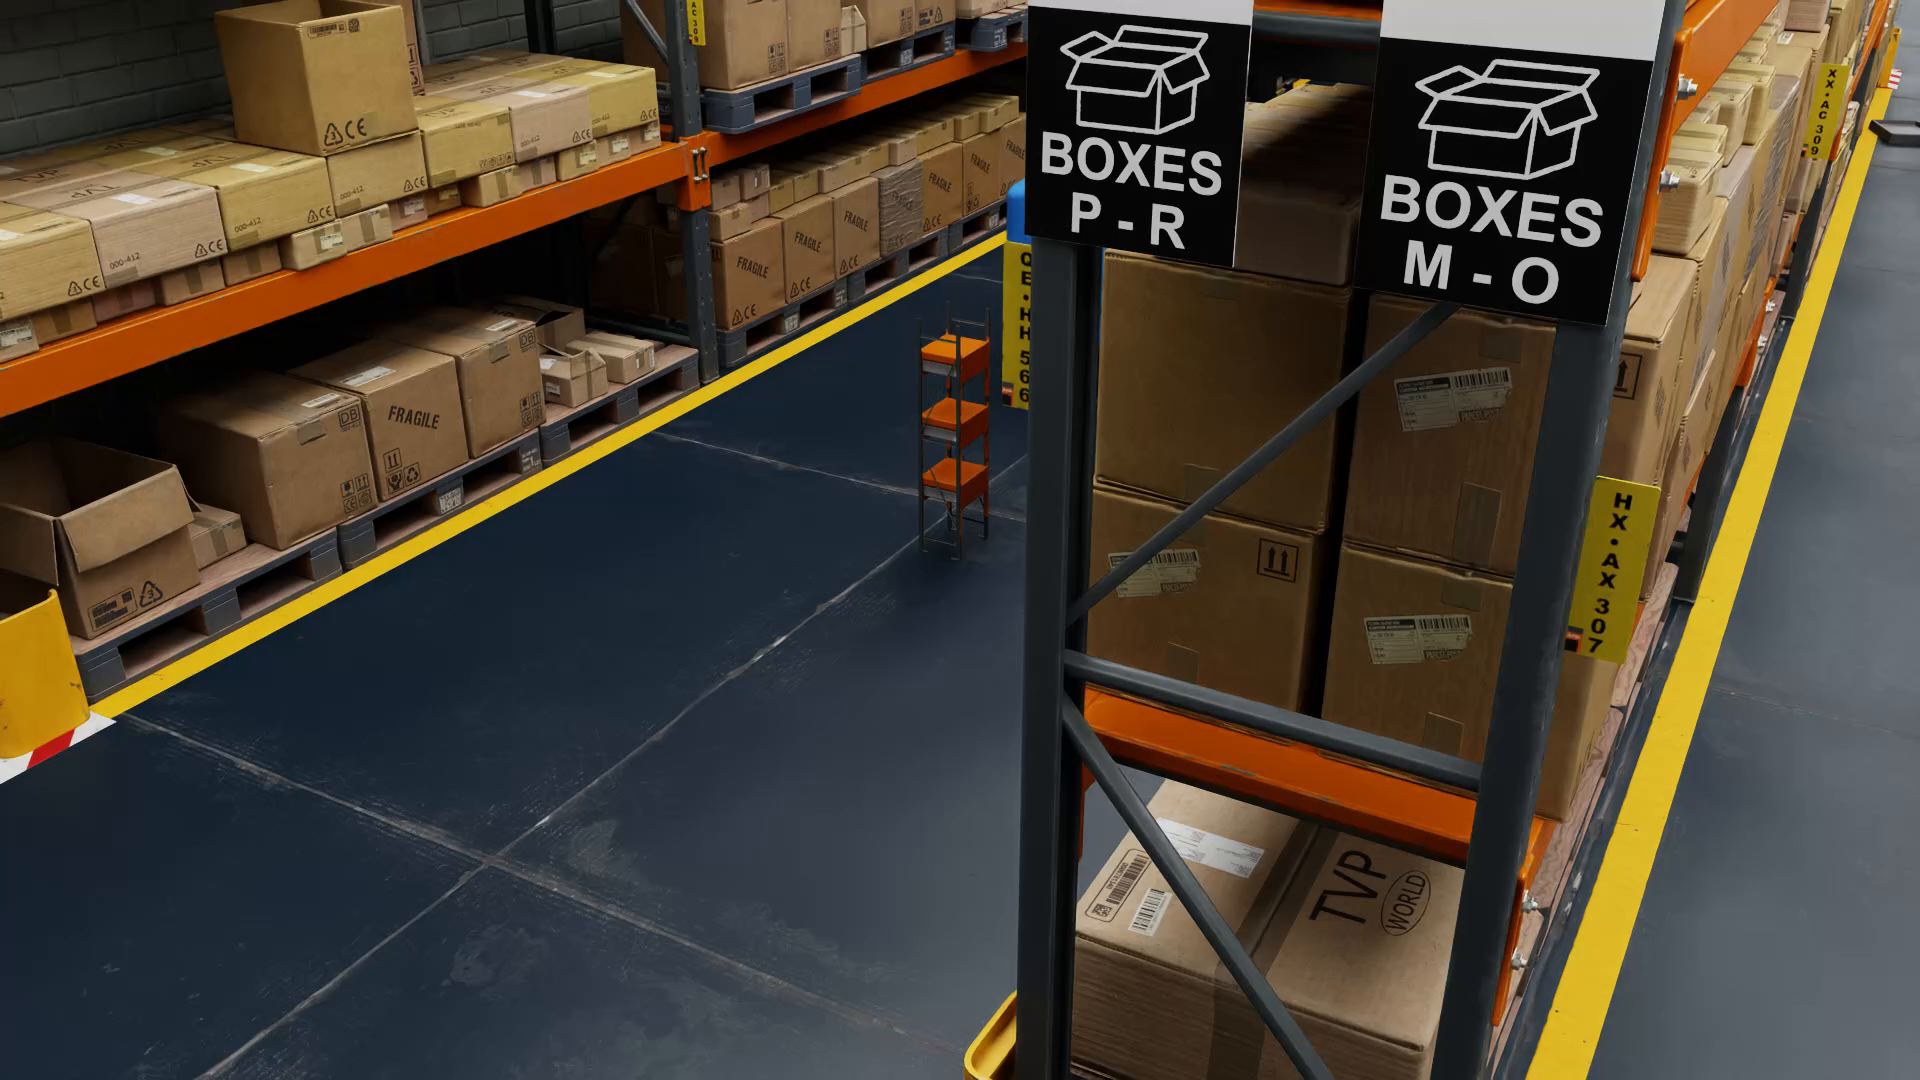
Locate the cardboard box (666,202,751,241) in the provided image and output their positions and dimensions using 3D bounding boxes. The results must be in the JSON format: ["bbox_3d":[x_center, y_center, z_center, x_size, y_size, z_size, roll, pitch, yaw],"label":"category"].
[{"bbox_3d":[-1.356,-1.741,8.976,0.380,0.149,0.250,16,31,28],"label":"cardboard box"}]

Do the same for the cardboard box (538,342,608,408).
[{"bbox_3d":[-1.958,-0.844,8.171,0.396,0.266,0.258,15,30,28],"label":"cardboard box"}]

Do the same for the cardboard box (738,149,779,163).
[{"bbox_3d":[-1.312,-2.268,10.029,0.380,0.149,0.250,15,30,27],"label":"cardboard box"}]

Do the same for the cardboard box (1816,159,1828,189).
[{"bbox_3d":[3.779,-1.846,7.754,0.500,0.250,0.500,14,30,25],"label":"cardboard box"}]

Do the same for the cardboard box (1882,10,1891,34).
[{"bbox_3d":[7.134,-4.116,13.161,0.380,0.149,0.250,15,30,27],"label":"cardboard box"}]

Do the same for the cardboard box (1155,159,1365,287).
[{"bbox_3d":[0.594,-0.615,3.175,0.380,0.149,0.250,15,30,27],"label":"cardboard box"}]

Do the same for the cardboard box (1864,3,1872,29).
[{"bbox_3d":[5.345,-3.230,10.164,0.380,0.149,0.250,14,30,26],"label":"cardboard box"}]

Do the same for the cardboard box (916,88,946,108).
[{"bbox_3d":[-0.324,-3.084,11.659,0.380,0.149,0.250,16,31,29],"label":"cardboard box"}]

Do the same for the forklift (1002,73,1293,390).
[{"bbox_3d":[1.290,-2.651,9.271,1.130,2.935,3.031,11,29,21],"label":"forklift"}]

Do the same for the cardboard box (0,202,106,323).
[{"bbox_3d":[-3.274,-0.924,5.581,0.500,0.250,0.500,14,30,26],"label":"cardboard box"}]

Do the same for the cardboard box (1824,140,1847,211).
[{"bbox_3d":[5.548,-2.582,11.523,0.950,0.372,0.625,15,30,28],"label":"cardboard box"}]

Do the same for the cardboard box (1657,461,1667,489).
[{"bbox_3d":[1.302,-0.021,3.830,0.500,0.500,0.500,14,30,25],"label":"cardboard box"}]

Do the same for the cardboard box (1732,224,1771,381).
[{"bbox_3d":[2.305,-0.814,5.414,0.500,0.500,0.500,13,30,25],"label":"cardboard box"}]

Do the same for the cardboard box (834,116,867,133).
[{"bbox_3d":[-0.832,-2.674,10.840,0.380,0.149,0.250,14,30,25],"label":"cardboard box"}]

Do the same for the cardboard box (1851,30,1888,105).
[{"bbox_3d":[7.020,-3.790,13.235,0.500,0.500,0.500,16,31,28],"label":"cardboard box"}]

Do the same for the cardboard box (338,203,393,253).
[{"bbox_3d":[-2.543,-1.295,6.766,0.380,0.149,0.250,15,30,27],"label":"cardboard box"}]

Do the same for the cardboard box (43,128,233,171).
[{"bbox_3d":[-3.234,-1.437,6.606,0.500,0.250,0.500,15,30,28],"label":"cardboard box"}]

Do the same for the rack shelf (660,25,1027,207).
[{"bbox_3d":[-0.780,-2.758,10.212,1.077,0.370,4.000,14,30,26],"label":"rack shelf"}]

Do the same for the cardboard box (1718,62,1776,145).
[{"bbox_3d":[1.807,-1.104,4.151,0.380,0.149,0.250,13,30,25],"label":"cardboard box"}]

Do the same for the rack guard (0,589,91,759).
[{"bbox_3d":[-3.695,0.347,5.998,1.175,0.500,0.348,14,30,26],"label":"rack guard"}]

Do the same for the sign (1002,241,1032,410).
[{"bbox_3d":[0.126,-0.398,3.136,0.100,0.325,0.005,14,30,26],"label":"sign"}]

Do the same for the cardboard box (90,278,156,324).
[{"bbox_3d":[-3.148,-0.916,6.009,0.380,0.149,0.250,14,30,25],"label":"cardboard box"}]

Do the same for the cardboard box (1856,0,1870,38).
[{"bbox_3d":[4.255,-2.798,8.260,0.500,0.500,0.500,15,30,27],"label":"cardboard box"}]

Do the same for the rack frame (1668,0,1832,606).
[{"bbox_3d":[2.559,-1.208,6.313,1.000,3.000,0.127,14,30,26],"label":"rack frame"}]

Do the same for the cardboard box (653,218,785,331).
[{"bbox_3d":[-1.330,-1.509,9.237,0.500,0.500,0.500,16,31,28],"label":"cardboard box"}]

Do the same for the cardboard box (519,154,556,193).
[{"bbox_3d":[-2.070,-1.699,7.573,0.380,0.149,0.250,15,30,27],"label":"cardboard box"}]

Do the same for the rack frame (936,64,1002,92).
[{"bbox_3d":[0.204,-3.859,11.608,1.000,3.000,0.127,14,30,26],"label":"rack frame"}]

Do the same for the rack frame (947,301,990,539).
[{"bbox_3d":[0.034,-0.496,7.068,0.200,1.050,0.008,14,30,26],"label":"rack frame"}]

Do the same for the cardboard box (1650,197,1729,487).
[{"bbox_3d":[1.324,-0.468,3.606,0.500,0.500,0.500,13,30,25],"label":"cardboard box"}]

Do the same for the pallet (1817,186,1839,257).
[{"bbox_3d":[5.514,-2.298,11.605,1.003,0.211,1.213,14,30,26],"label":"pallet"}]

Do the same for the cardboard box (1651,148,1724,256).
[{"bbox_3d":[1.302,-0.703,3.349,0.380,0.149,0.250,15,30,28],"label":"cardboard box"}]

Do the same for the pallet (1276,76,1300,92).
[{"bbox_3d":[2.599,-4.472,15.947,1.003,0.211,1.213,14,30,26],"label":"pallet"}]

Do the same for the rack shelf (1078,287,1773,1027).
[{"bbox_3d":[1.575,-0.107,4.917,1.077,0.370,4.000,14,30,26],"label":"rack shelf"}]

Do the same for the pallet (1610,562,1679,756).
[{"bbox_3d":[2.117,0.318,6.379,1.003,0.211,1.213,14,30,26],"label":"pallet"}]

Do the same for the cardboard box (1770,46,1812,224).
[{"bbox_3d":[2.311,-1.259,5.186,0.500,0.500,0.500,14,30,25],"label":"cardboard box"}]

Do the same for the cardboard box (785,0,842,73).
[{"bbox_3d":[-1.077,-2.873,9.058,0.700,0.500,0.500,15,30,27],"label":"cardboard box"}]

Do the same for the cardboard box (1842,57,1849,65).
[{"bbox_3d":[3.772,-2.072,7.647,0.500,0.250,0.500,13,29,25],"label":"cardboard box"}]

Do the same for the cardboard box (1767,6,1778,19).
[{"bbox_3d":[2.220,-1.524,4.989,0.380,0.149,0.250,14,30,26],"label":"cardboard box"}]

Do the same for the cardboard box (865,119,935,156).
[{"bbox_3d":[-0.386,-2.574,10.640,0.380,0.149,0.250,14,30,25],"label":"cardboard box"}]

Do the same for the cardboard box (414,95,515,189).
[{"bbox_3d":[-2.293,-1.724,7.178,0.500,0.250,0.500,14,30,26],"label":"cardboard box"}]

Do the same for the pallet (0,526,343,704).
[{"bbox_3d":[-3.303,0.166,6.684,1.003,0.211,1.213,14,30,26],"label":"pallet"}]

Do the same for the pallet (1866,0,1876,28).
[{"bbox_3d":[5.465,-3.462,11.029,1.003,0.211,1.213,14,30,26],"label":"pallet"}]

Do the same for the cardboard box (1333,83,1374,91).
[{"bbox_3d":[1.101,-1.014,3.971,0.380,0.149,0.250,14,30,26],"label":"cardboard box"}]

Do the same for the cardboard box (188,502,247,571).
[{"bbox_3d":[-3.106,-0.028,6.672,0.380,0.149,0.250,13,29,24],"label":"cardboard box"}]

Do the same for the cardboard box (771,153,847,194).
[{"bbox_3d":[-0.892,-2.168,9.828,0.380,0.149,0.250,14,30,26],"label":"cardboard box"}]

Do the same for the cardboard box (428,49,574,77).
[{"bbox_3d":[-2.243,-2.232,8.194,0.500,0.250,0.500,14,30,26],"label":"cardboard box"}]

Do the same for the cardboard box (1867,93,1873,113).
[{"bbox_3d":[7.273,-3.665,13.824,0.500,0.250,0.500,16,31,29],"label":"cardboard box"}]

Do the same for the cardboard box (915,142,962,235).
[{"bbox_3d":[-0.328,-2.319,10.856,0.500,0.500,0.500,16,31,28],"label":"cardboard box"}]

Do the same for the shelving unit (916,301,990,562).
[{"bbox_3d":[-0.026,-0.449,6.973,0.215,1.050,0.252,14,30,26],"label":"shelving unit"}]

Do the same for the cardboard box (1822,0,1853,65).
[{"bbox_3d":[3.026,-1.808,6.283,0.500,0.500,0.500,15,30,27],"label":"cardboard box"}]

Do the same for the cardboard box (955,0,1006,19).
[{"bbox_3d":[-0.034,-3.497,10.583,0.500,0.250,0.500,13,29,24],"label":"cardboard box"}]

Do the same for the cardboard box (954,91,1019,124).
[{"bbox_3d":[0.181,-2.971,11.432,0.380,0.149,0.250,13,29,24],"label":"cardboard box"}]

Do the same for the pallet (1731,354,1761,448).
[{"bbox_3d":[3.472,-0.756,8.524,1.003,0.211,1.213,14,30,26],"label":"pallet"}]
